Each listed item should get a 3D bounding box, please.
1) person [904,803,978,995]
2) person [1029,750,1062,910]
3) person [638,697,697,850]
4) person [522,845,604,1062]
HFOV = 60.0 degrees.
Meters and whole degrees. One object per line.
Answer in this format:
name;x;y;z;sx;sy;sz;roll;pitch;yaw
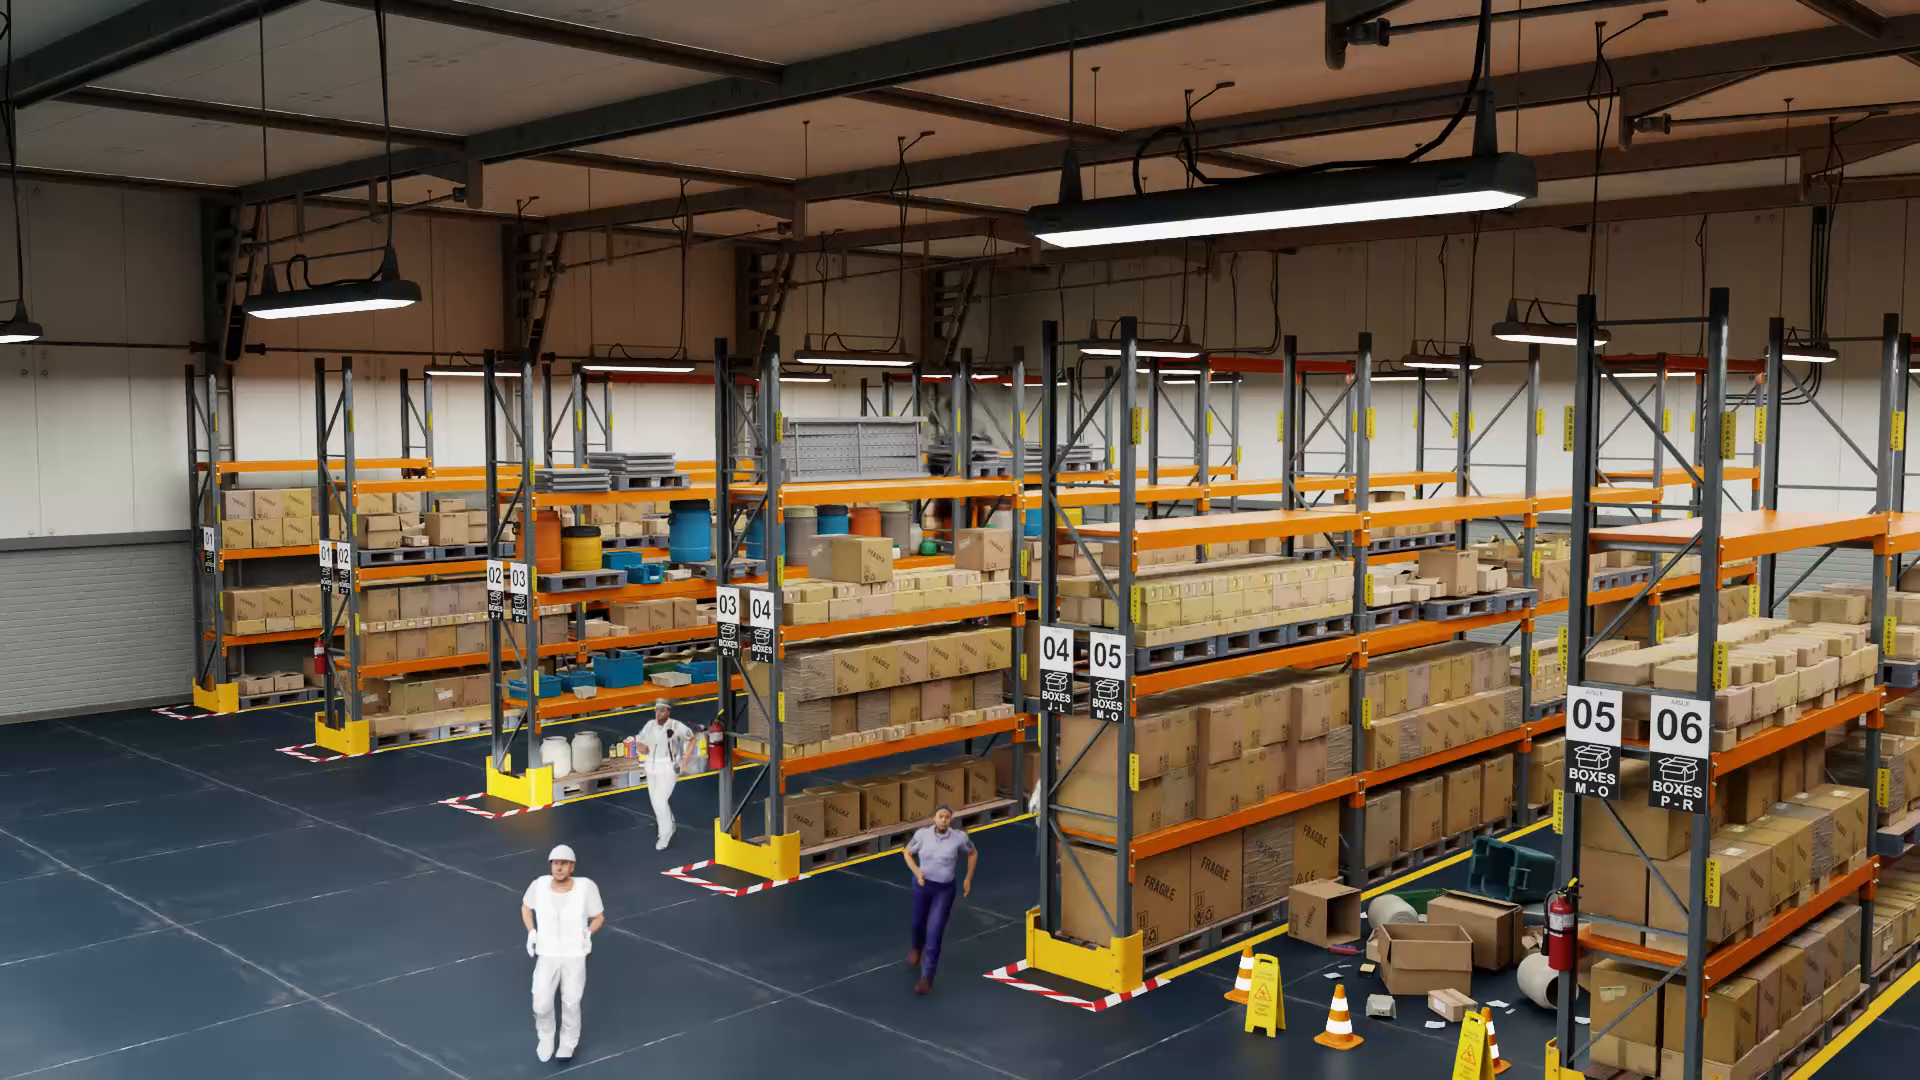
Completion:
person;-0.192;3.187;15.082;0.678;1.640;0.883;1;4;8
person;0.987;2.993;17.309;0.609;1.669;0.879;4;6;40
person;-3.540;2.771;19.815;0.629;1.826;0.735;2;5;24
person;-3.139;3.275;13.091;0.658;1.746;0.631;-1;4;-7
